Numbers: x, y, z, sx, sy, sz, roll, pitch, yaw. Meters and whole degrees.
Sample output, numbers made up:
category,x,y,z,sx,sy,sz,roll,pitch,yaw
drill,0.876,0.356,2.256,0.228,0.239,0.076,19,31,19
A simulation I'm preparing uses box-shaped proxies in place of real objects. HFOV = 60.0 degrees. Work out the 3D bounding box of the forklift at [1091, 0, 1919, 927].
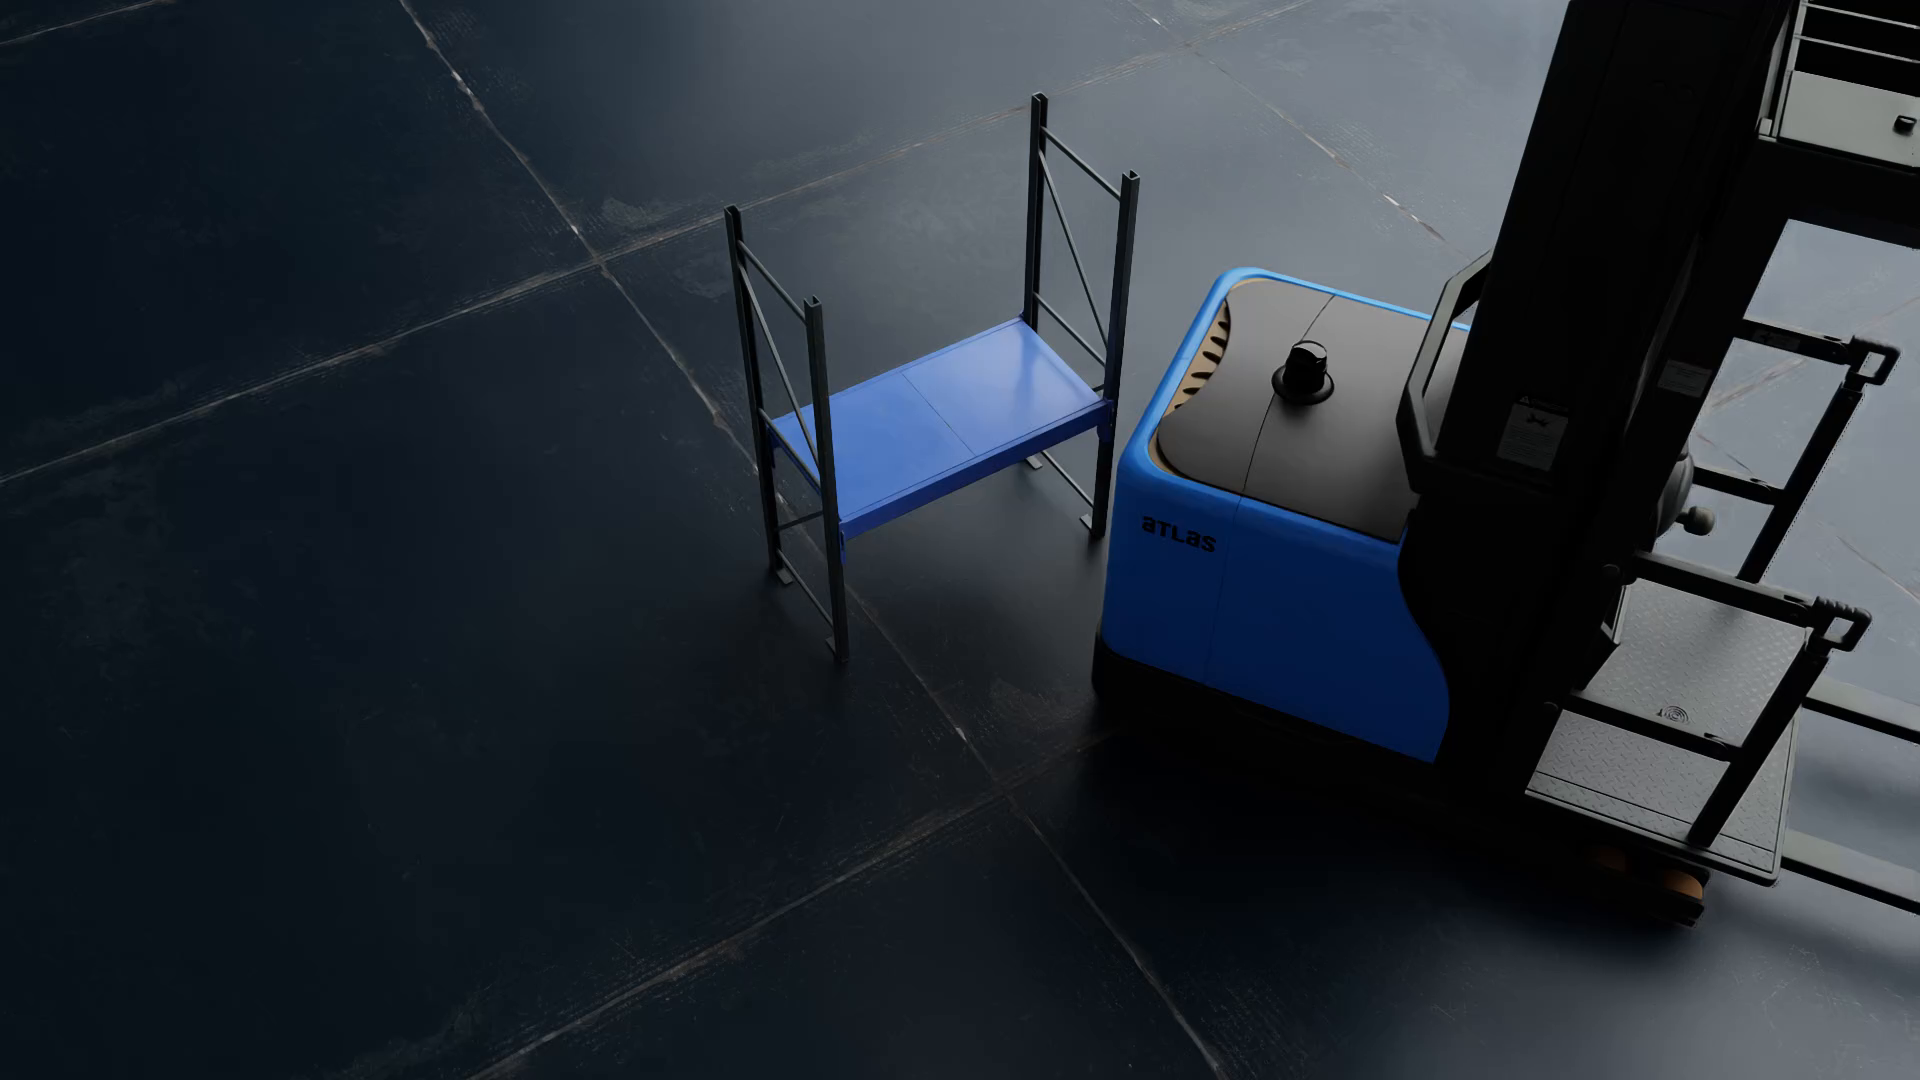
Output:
category,x,y,z,sx,sy,sz,roll,pitch,yaw
forklift,1.978,-0.335,4.086,3.031,2.935,1.130,19,51,16

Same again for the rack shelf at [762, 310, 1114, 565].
category,x,y,z,sx,sy,sz,roll,pitch,yaw
rack shelf,-0.072,-0.345,5.294,1.000,0.185,0.538,-25,53,-21

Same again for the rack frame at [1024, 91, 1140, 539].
category,x,y,z,sx,sy,sz,roll,pitch,yaw
rack frame,0.358,-0.667,5.340,0.032,1.500,0.500,-25,53,-21

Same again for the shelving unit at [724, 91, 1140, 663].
category,x,y,z,sx,sy,sz,roll,pitch,yaw
shelving unit,-0.072,-0.465,5.160,1.048,1.500,0.538,-25,53,-21

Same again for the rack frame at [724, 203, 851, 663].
category,x,y,z,sx,sy,sz,roll,pitch,yaw
rack frame,-0.502,-0.262,4.979,0.032,1.500,0.500,-25,53,-21
